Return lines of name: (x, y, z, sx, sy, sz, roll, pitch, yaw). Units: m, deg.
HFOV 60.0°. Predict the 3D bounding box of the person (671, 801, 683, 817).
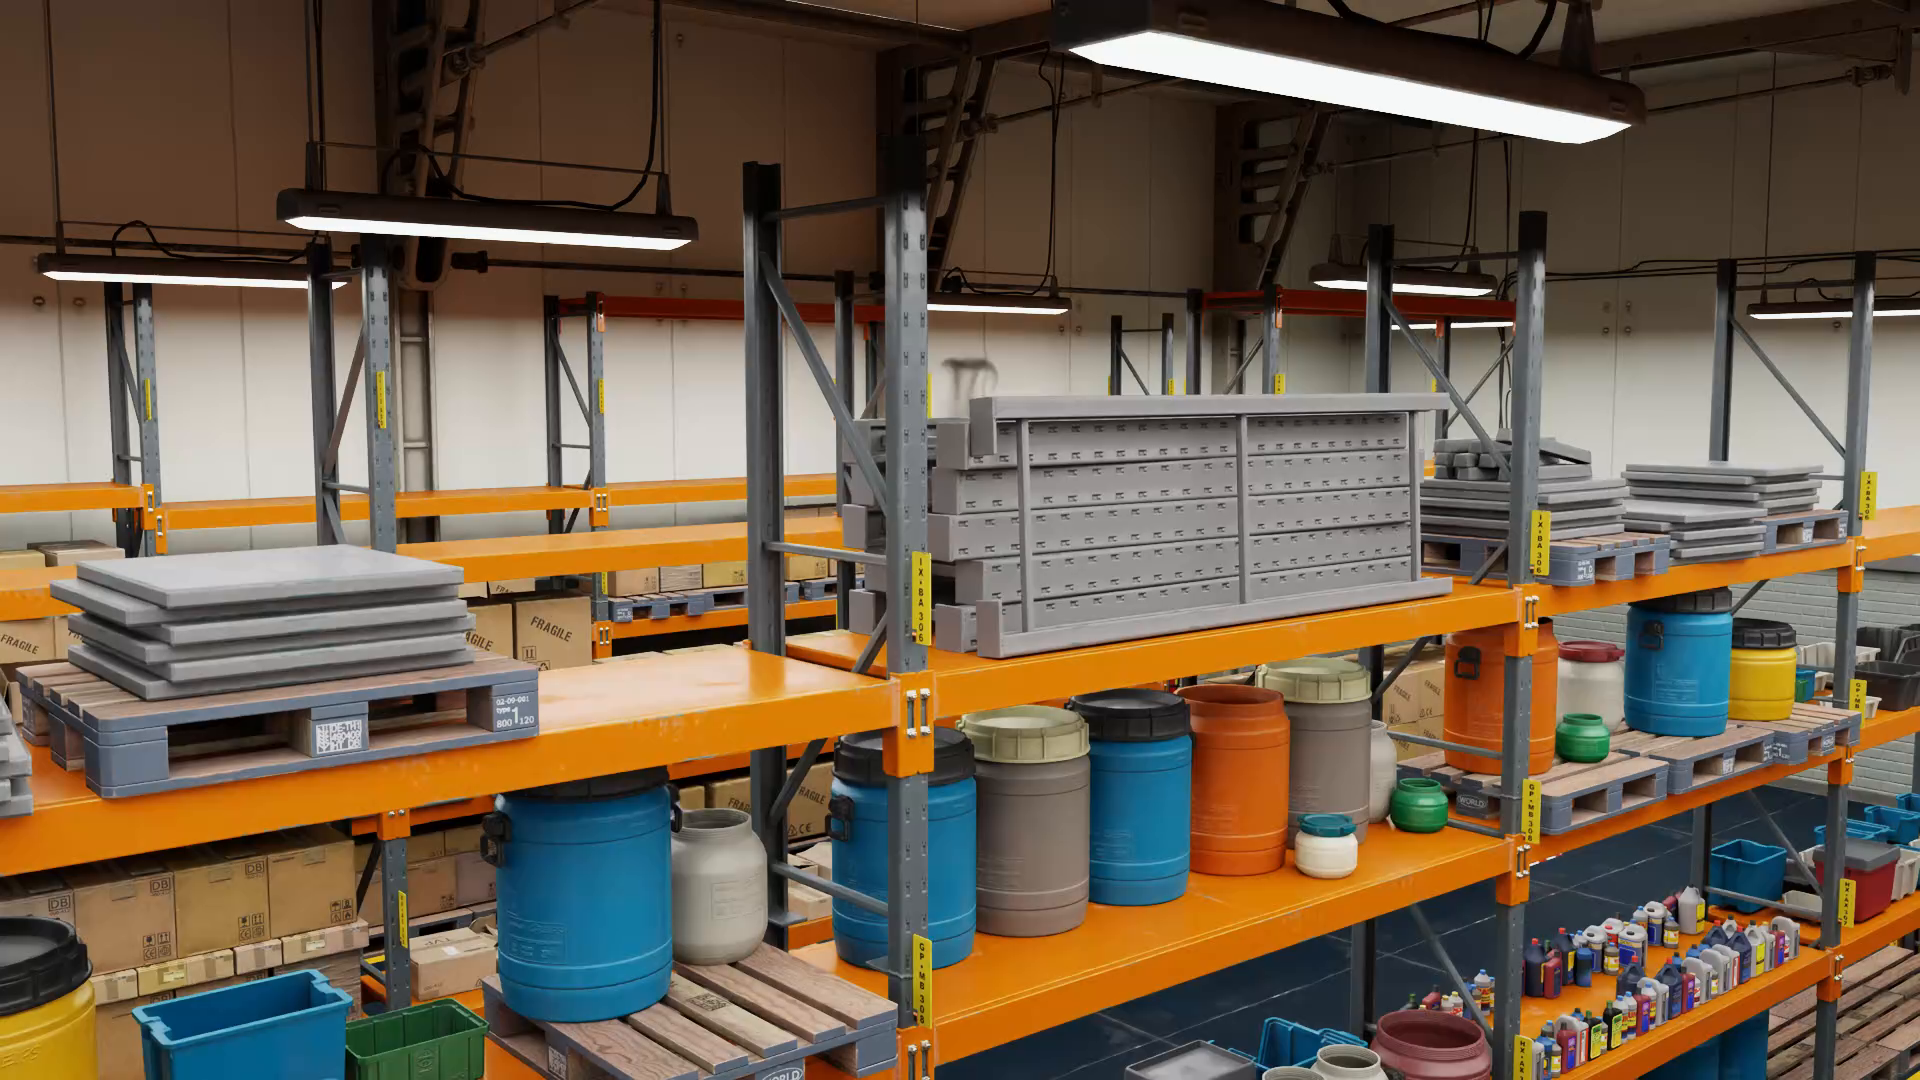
person: (-2.476, 2.951, 14.862, 0.598, 1.627, 0.891, 5, 8, 43)
